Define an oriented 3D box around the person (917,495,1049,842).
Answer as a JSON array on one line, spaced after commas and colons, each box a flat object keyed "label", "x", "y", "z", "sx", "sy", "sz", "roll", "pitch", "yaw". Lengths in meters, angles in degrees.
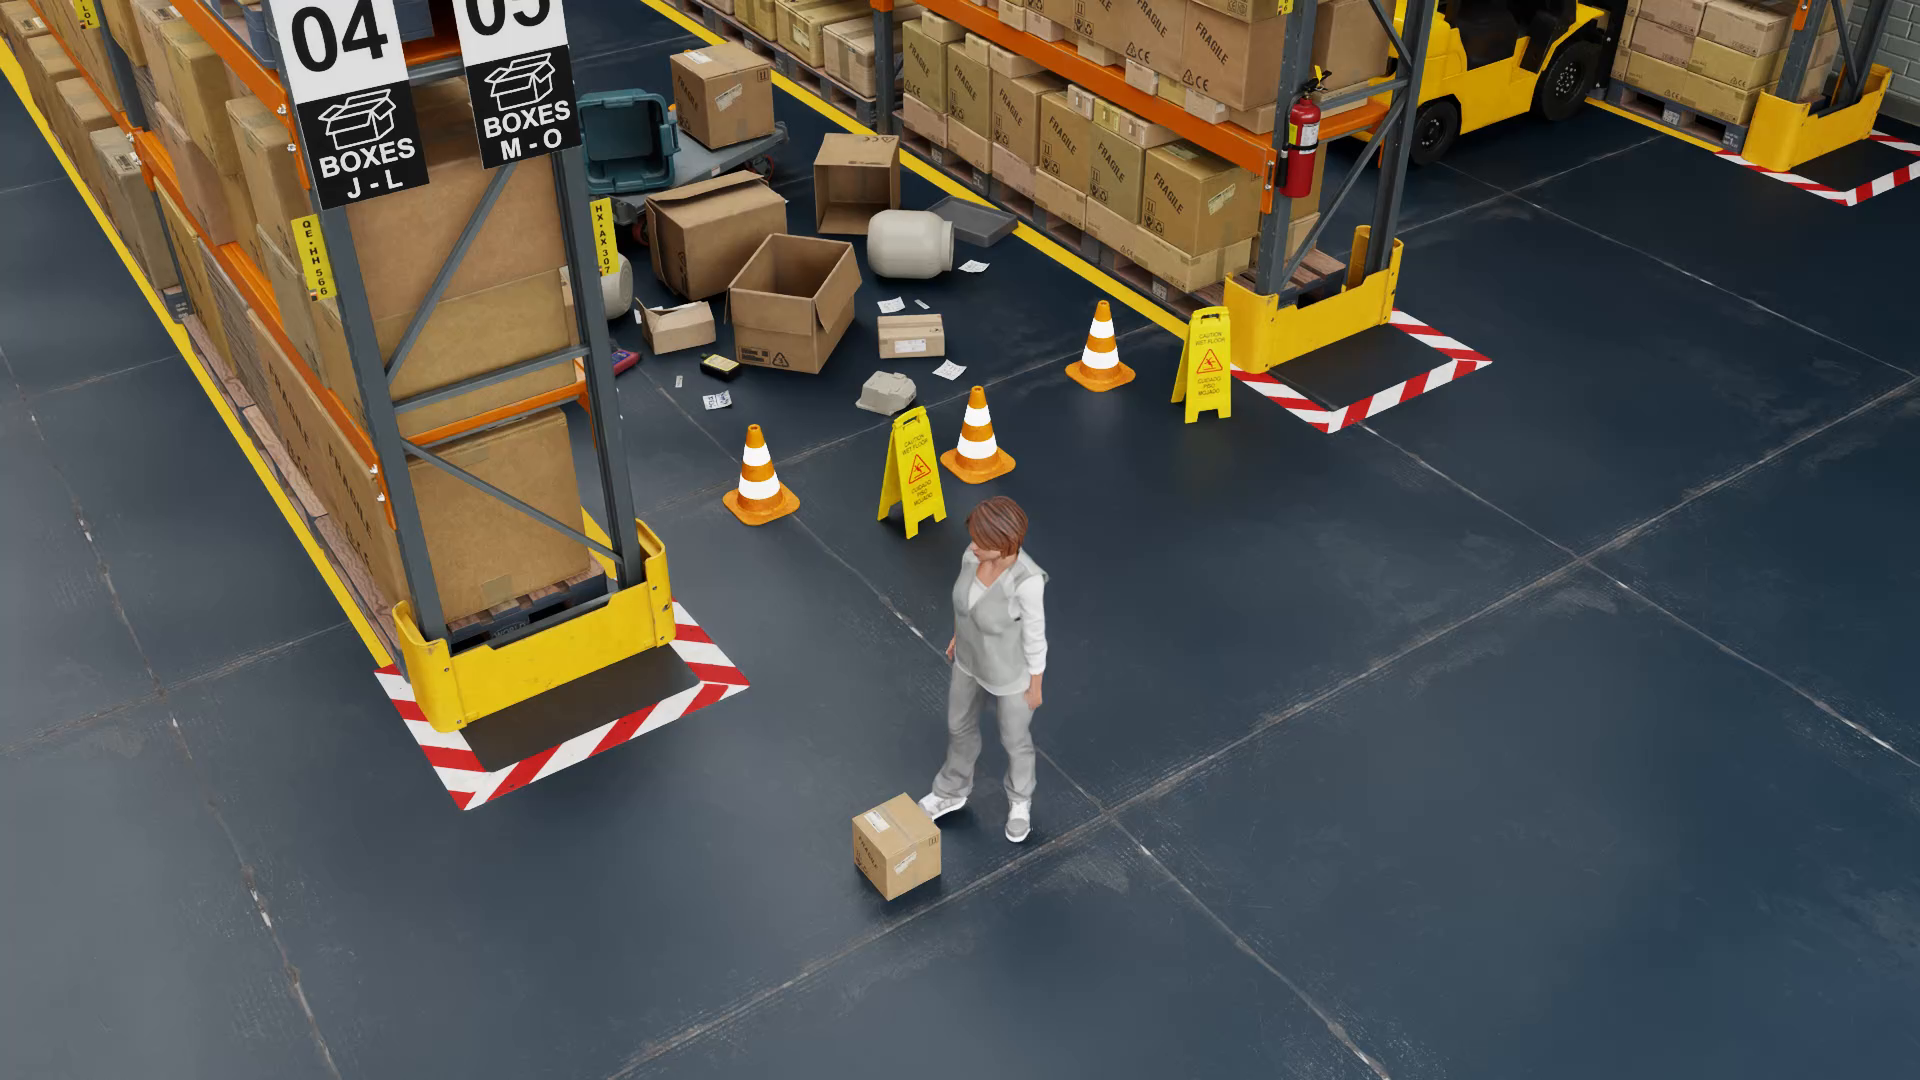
[{"label": "person", "x": 0.086, "y": 0.506, "z": 6.310, "sx": 0.480, "sy": 1.601, "sz": 0.489, "roll": -30, "pitch": 46, "yaw": -34}]
